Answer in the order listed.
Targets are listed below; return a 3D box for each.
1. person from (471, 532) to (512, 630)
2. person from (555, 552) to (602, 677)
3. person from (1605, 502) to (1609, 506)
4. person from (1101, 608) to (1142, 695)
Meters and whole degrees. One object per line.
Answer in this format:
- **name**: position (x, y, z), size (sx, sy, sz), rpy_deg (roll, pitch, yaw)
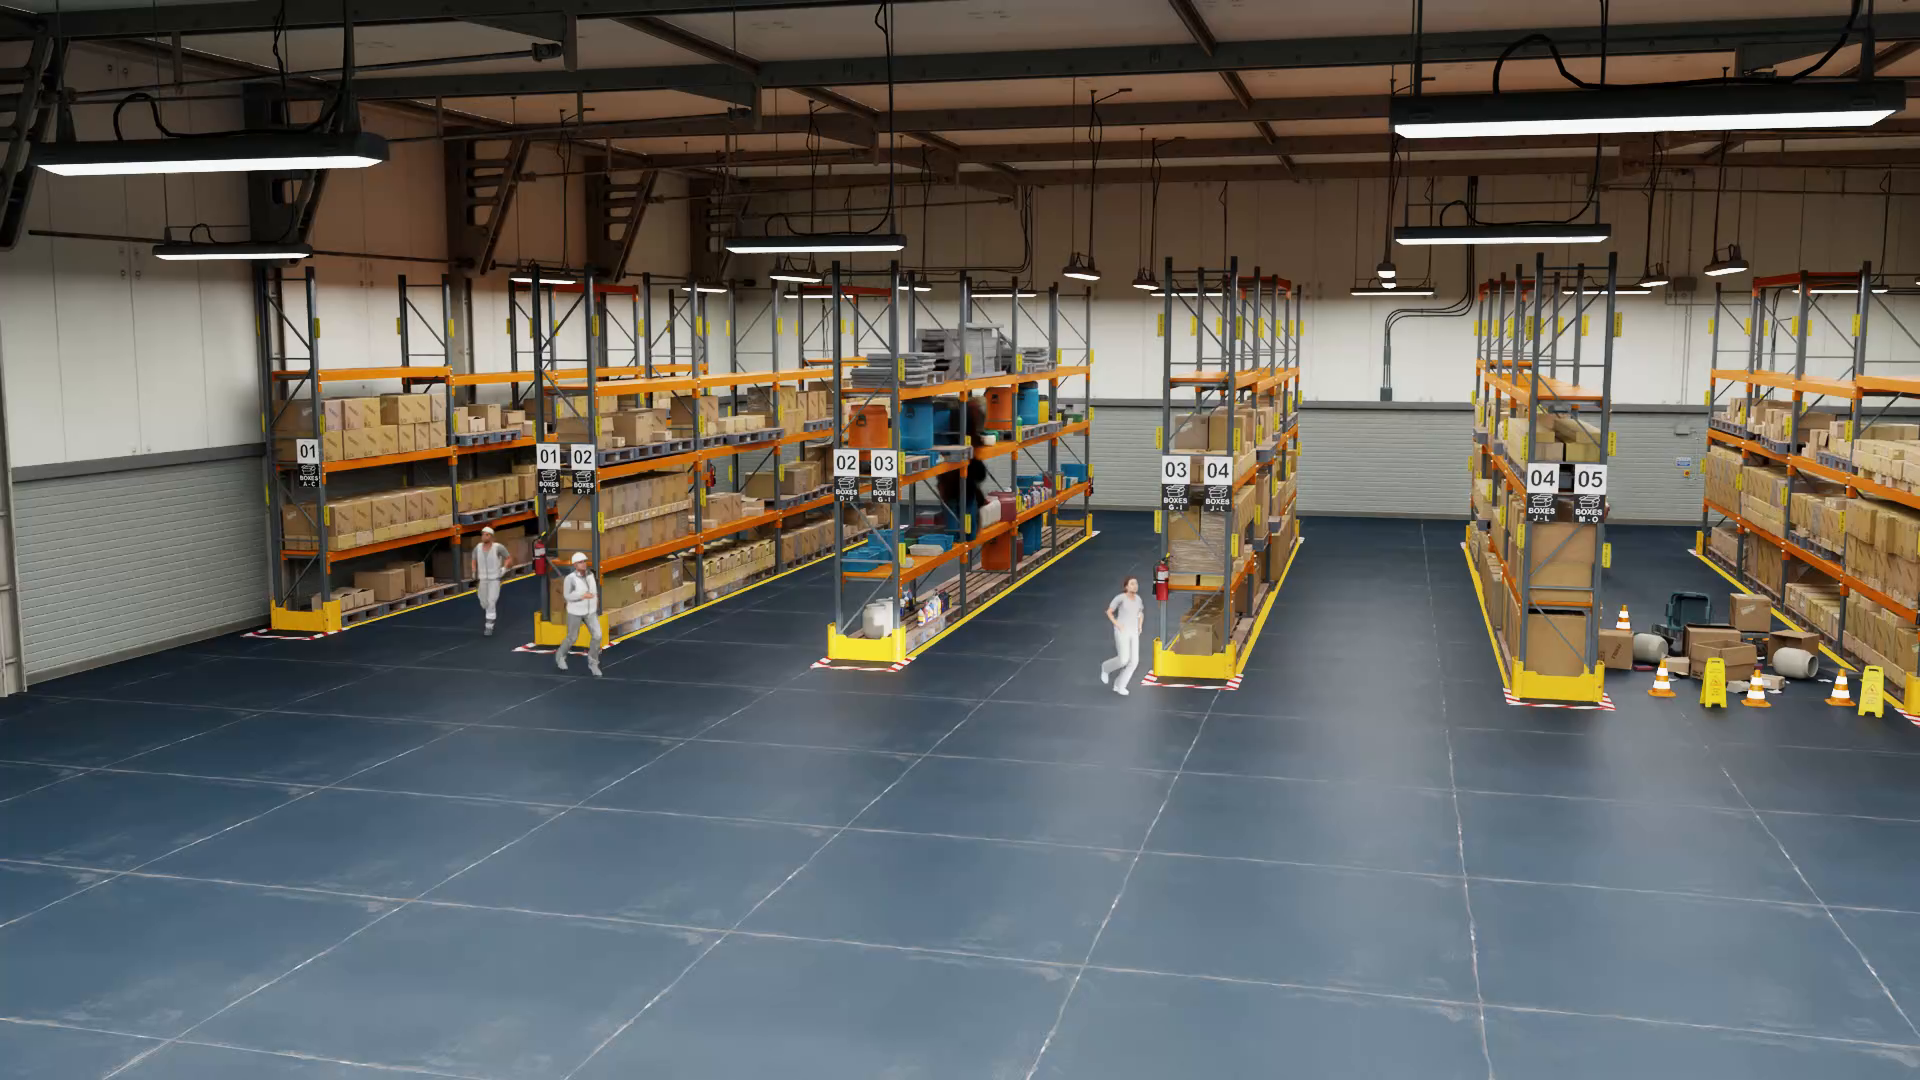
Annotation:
- **person**: position (-7.754, 0.655, 27.562), size (0.661, 1.632, 0.620), rpy_deg (0, 7, 2)
- **person**: position (-5.513, 1.072, 24.151), size (0.900, 1.823, 0.664), rpy_deg (7, 10, 44)
- **person**: position (13.278, -0.775, 34.983), size (0.621, 0.905, 0.458), rpy_deg (1, 7, 6)
- **person**: position (2.241, 1.510, 23.047), size (0.379, 1.189, 0.576), rpy_deg (-4, 8, -30)
